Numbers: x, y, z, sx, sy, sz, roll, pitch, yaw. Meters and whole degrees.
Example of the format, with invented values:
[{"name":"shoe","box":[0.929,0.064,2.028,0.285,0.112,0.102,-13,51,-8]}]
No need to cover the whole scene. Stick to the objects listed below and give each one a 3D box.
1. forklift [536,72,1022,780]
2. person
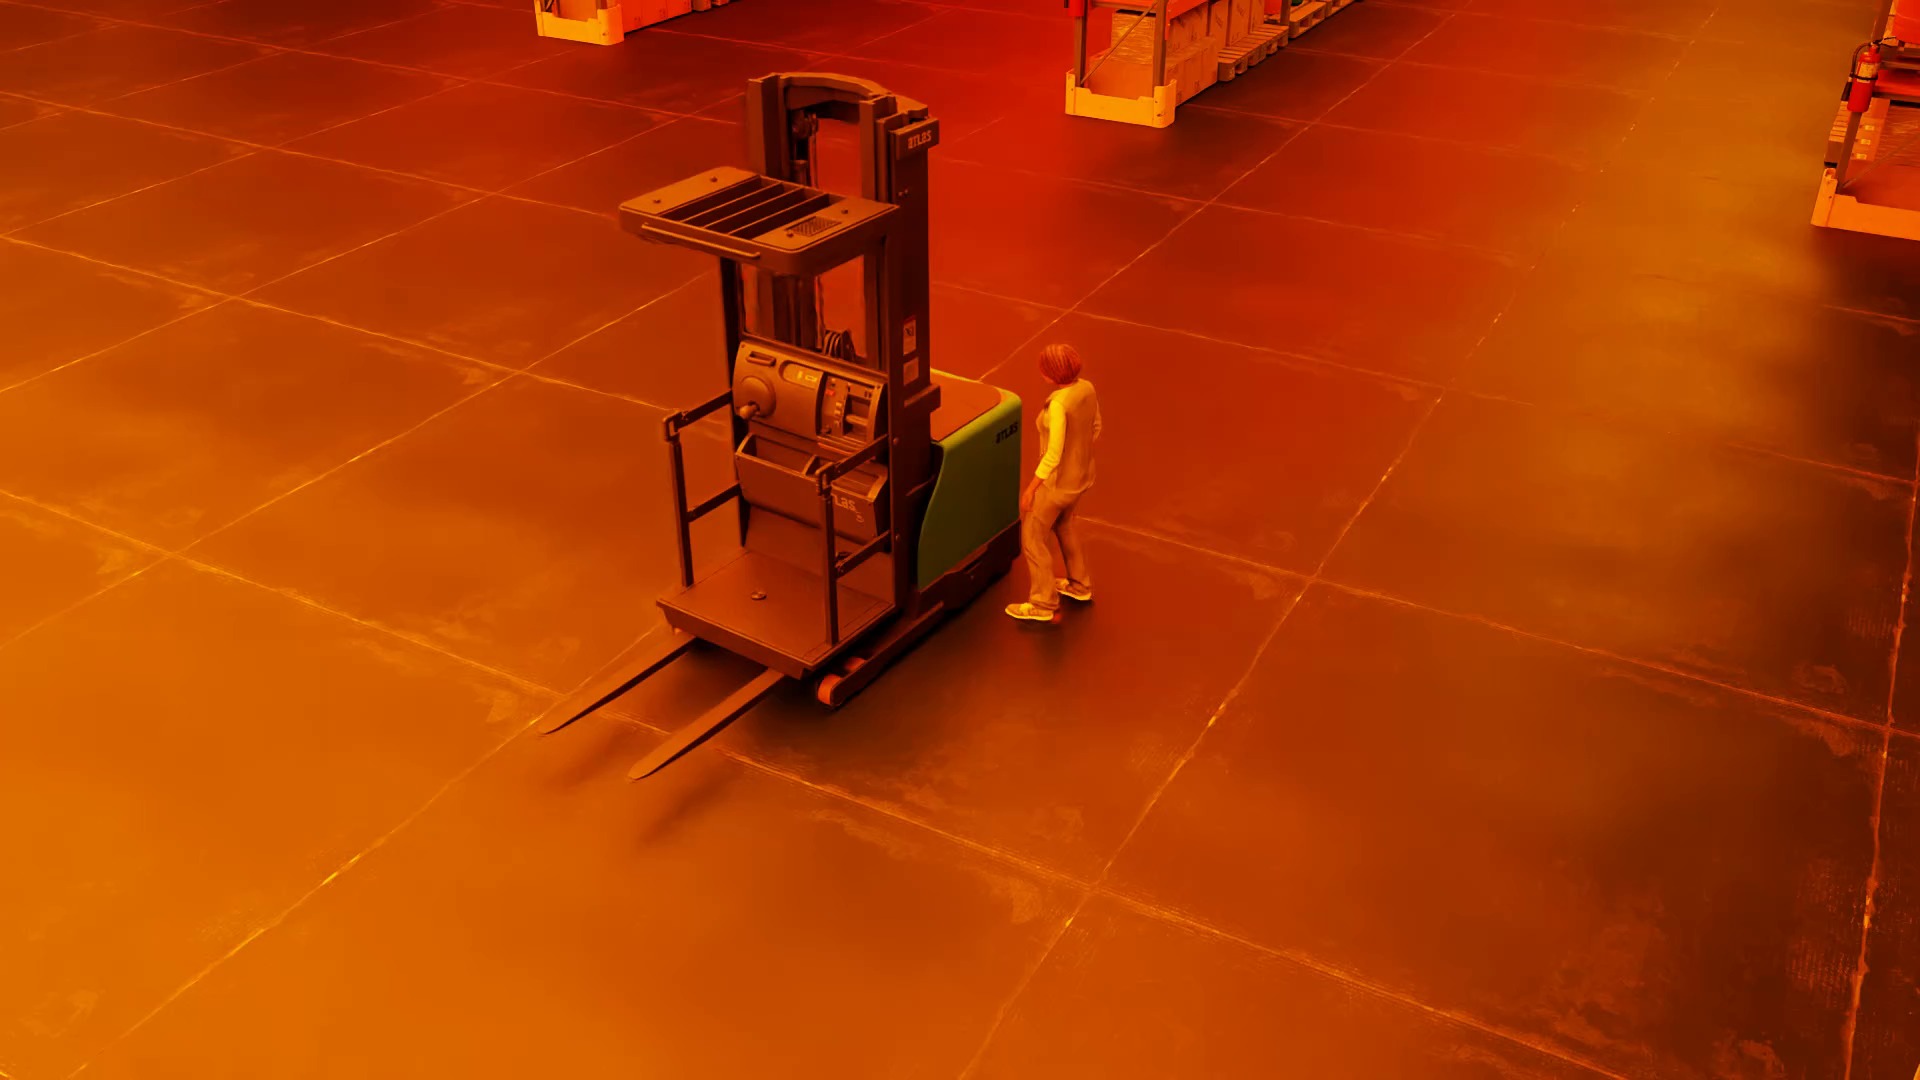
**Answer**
[{"name":"forklift","box":[-0.895,-0.689,8.264,1.130,2.935,3.031,19,35,30]},{"name":"person","box":[0.550,-0.334,9.021,0.354,1.564,0.654,17,34,27]}]
